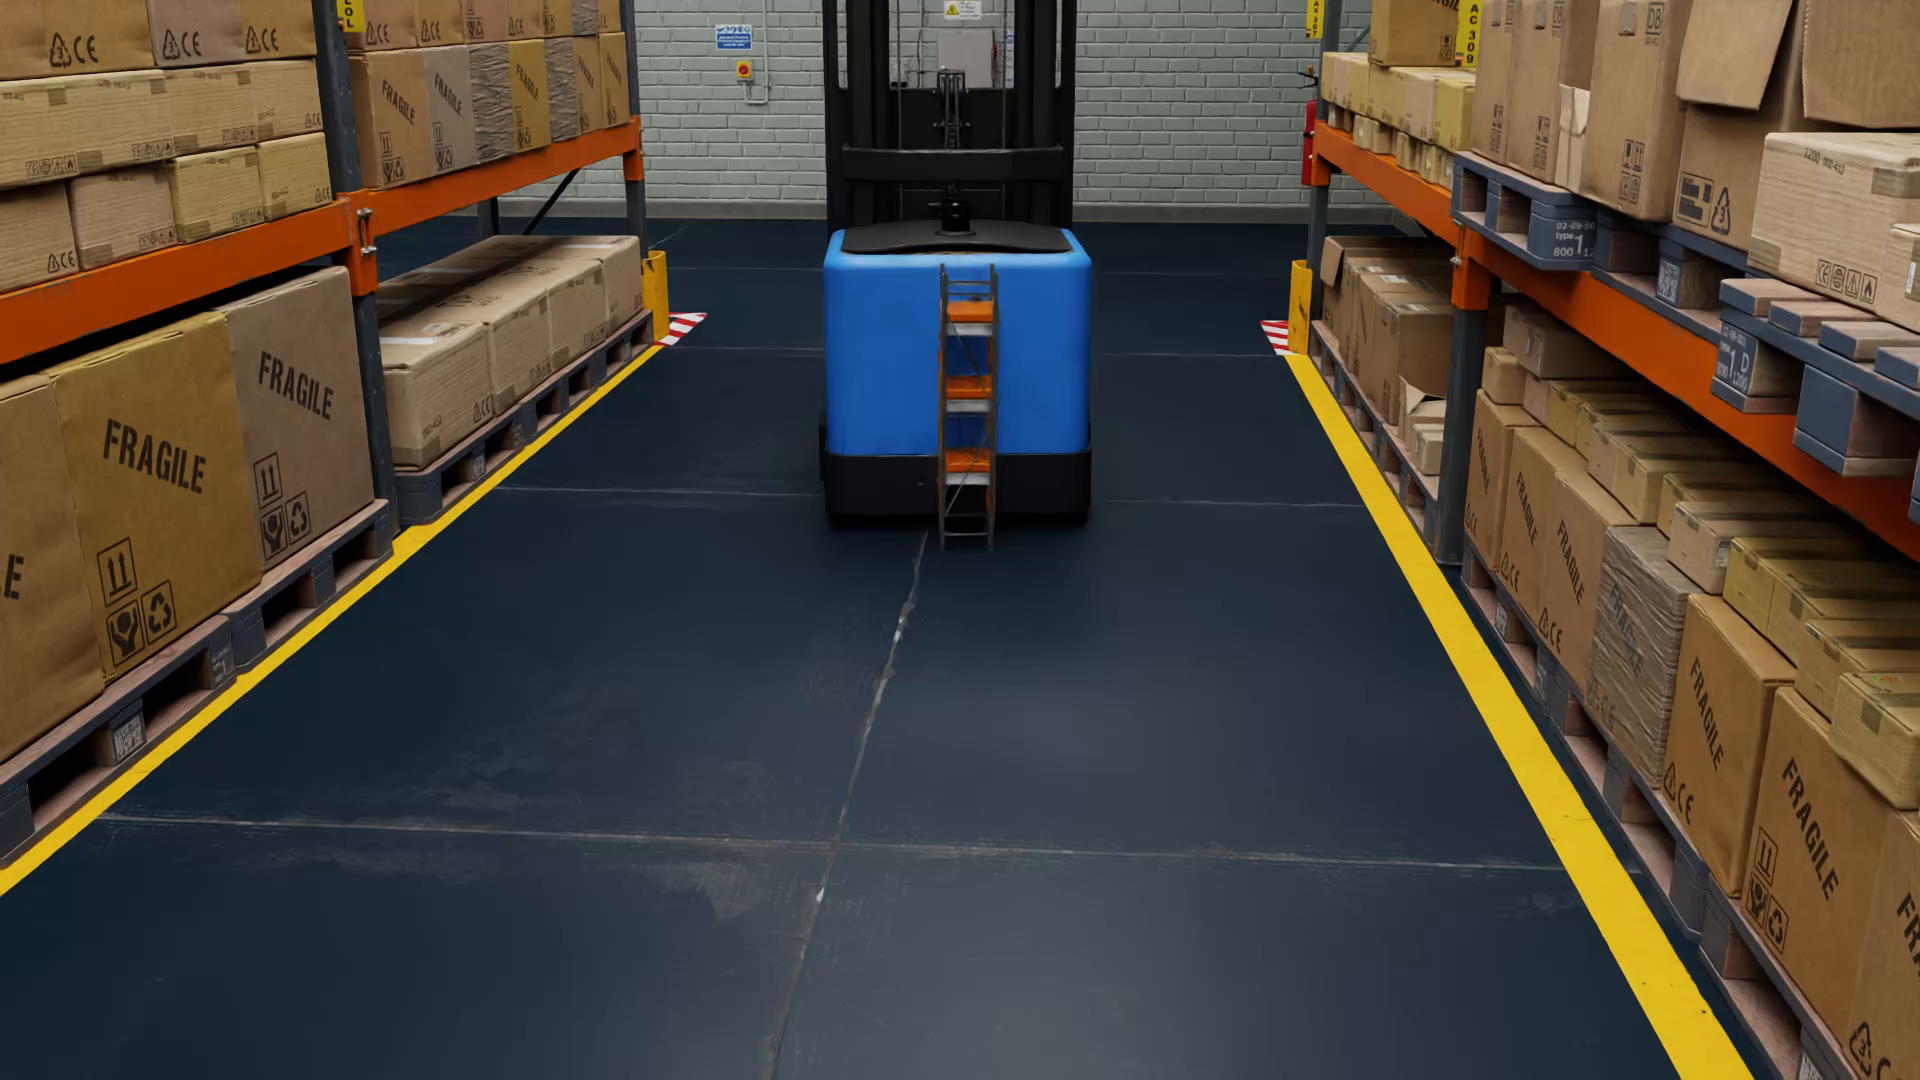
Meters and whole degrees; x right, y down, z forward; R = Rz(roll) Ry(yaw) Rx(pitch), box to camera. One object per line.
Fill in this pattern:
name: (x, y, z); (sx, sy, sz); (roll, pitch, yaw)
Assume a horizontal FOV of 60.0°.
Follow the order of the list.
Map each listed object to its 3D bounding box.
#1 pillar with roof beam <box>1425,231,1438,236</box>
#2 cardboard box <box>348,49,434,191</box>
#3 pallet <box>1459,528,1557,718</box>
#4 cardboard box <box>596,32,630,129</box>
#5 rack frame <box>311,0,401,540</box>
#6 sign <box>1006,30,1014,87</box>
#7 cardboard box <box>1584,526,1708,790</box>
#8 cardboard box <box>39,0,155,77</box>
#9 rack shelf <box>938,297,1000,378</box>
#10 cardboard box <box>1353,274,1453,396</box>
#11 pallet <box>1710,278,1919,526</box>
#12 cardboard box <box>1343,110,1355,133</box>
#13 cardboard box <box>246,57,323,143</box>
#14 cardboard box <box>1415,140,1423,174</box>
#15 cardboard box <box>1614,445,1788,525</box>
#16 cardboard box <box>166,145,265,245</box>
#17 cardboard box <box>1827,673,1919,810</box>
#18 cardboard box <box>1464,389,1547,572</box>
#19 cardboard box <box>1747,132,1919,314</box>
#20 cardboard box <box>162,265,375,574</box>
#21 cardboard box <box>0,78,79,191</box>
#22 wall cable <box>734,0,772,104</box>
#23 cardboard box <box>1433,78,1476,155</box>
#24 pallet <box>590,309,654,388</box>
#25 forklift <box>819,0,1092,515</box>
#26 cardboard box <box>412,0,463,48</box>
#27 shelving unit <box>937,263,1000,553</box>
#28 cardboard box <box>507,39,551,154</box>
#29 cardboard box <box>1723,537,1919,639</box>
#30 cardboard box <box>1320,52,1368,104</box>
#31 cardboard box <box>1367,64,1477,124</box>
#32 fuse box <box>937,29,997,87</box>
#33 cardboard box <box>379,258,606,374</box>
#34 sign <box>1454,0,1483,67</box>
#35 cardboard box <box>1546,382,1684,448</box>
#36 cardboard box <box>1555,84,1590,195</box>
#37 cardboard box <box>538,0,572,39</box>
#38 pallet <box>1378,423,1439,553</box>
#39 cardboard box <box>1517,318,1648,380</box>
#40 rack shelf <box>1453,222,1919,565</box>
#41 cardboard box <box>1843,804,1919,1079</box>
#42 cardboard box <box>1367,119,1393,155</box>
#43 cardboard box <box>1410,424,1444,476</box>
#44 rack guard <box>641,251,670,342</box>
pillar with roof beam: (-0.652, -6.341, 11.322); (9.100, 9.000, 0.400); (1, 18, 4)
cardboard box: (-2.393, -1.631, 6.423); (0.500, 0.500, 0.500); (2, 18, 6)
pallet: (2.243, 0.245, 5.338); (1.003, 0.211, 1.213); (1, 18, 4)
cardboard box: (-2.172, -2.578, 9.312); (0.500, 0.500, 0.500); (1, 18, 4)
rack frame: (-2.688, -1.444, 6.012); (1.000, 3.000, 0.127); (1, 18, 4)
sign: (0.572, -4.354, 15.045); (0.329, 0.494, 0.001); (1, 18, 4)
cardboard box: (1.892, 0.281, 4.088); (0.500, 0.500, 0.500); (1, 18, 2)
cardboard box: (-2.555, -1.504, 4.430); (0.500, 0.500, 0.500); (2, 18, 6)
rack shelf: (0.030, -0.750, 6.145); (0.215, 0.259, 0.240); (0, 18, -3)
cardboard box: (2.174, -0.974, 7.917); (0.500, 0.500, 0.500); (2, 18, 5)
pallet: (1.955, -0.213, 2.563); (1.213, 0.211, 1.003); (1, 18, 4)
cardboard box: (2.281, -2.281, 8.970); (0.380, 0.149, 0.250); (2, 18, 5)
cardboard box: (-2.477, -1.468, 5.523); (0.500, 0.250, 0.500); (1, 18, 4)
cardboard box: (2.072, -1.563, 6.779); (0.380, 0.149, 0.250); (2, 18, 5)
cardboard box: (1.941, -0.142, 4.336); (0.380, 0.149, 0.250); (2, 18, 6)
cardboard box: (-2.506, -1.069, 5.110); (0.500, 0.250, 0.500); (1, 18, 3)
cardboard box: (1.748, 0.344, 2.855); (0.380, 0.149, 0.250); (0, 18, 1)
cardboard box: (2.004, -0.200, 5.558); (0.500, 0.500, 0.500); (2, 18, 6)
cardboard box: (1.729, -0.555, 2.866); (0.500, 0.250, 0.500); (0, 18, 1)
cardboard box: (-2.653, -0.439, 5.684); (0.875, 0.875, 0.875); (2, 18, 6)
cardboard box: (-2.556, -0.992, 4.070); (0.500, 0.250, 0.500); (2, 18, 5)
wall cable: (-2.020, -4.935, 14.986); (0.585, 1.953, 0.123); (1, 18, 4)
cardboard box: (2.057, -1.568, 6.153); (0.500, 0.250, 0.500); (2, 18, 5)
pallet: (-2.380, -1.111, 9.474); (1.003, 0.211, 1.213); (1, 18, 4)
forklift: (-0.054, -1.896, 7.503); (1.130, 2.935, 3.031); (-1, 18, -2)
cardboard box: (-2.370, -2.266, 6.753); (0.500, 0.500, 0.500); (1, 18, 3)
shelving unit: (0.026, -0.491, 6.230); (0.215, 1.050, 0.252); (0, 18, -3)
cardboard box: (-2.274, -2.102, 7.859); (0.500, 0.500, 0.500); (2, 18, 6)
cardboard box: (1.892, 0.105, 3.585); (0.380, 0.149, 0.250); (1, 18, 3)
cardboard box: (2.249, -2.512, 9.034); (0.500, 0.250, 0.500); (1, 18, 4)
cardboard box: (2.164, -2.038, 7.589); (0.500, 0.250, 0.500); (1, 18, 2)
fuse box: (0.065, -3.733, 15.068); (0.539, 1.711, 0.414); (1, 18, 4)
cardboard box: (-2.406, -1.176, 8.636); (0.875, 0.438, 0.875); (2, 18, 5)
sign: (1.722, -1.755, 5.572); (0.100, 0.325, 0.005); (1, 18, 4)
cardboard box: (2.023, -0.381, 5.066); (0.380, 0.149, 0.250); (0, 18, 1)
cardboard box: (1.781, -1.047, 4.342); (0.396, 0.266, 0.258); (2, 18, 7)
cardboard box: (-2.245, -2.737, 8.193); (0.500, 0.500, 0.500); (1, 18, 4)
pallet: (2.314, -0.222, 6.762); (1.003, 0.211, 1.213); (1, 18, 4)
cardboard box: (2.001, -0.608, 5.282); (0.380, 0.149, 0.250); (0, 18, 1)
rack shelf: (2.120, -0.371, 3.893); (1.077, 0.370, 4.000); (1, 18, 4)
cardboard box: (1.792, 0.760, 2.625); (0.500, 0.500, 0.500); (2, 18, 6)
cardboard box: (2.112, -1.880, 7.746); (0.380, 0.149, 0.250); (2, 18, 5)
cardboard box: (2.010, -0.358, 6.604); (0.380, 0.149, 0.250); (1, 18, 2)
rack guard: (-2.399, -1.506, 10.215); (1.175, 0.500, 0.348); (1, 18, 4)
